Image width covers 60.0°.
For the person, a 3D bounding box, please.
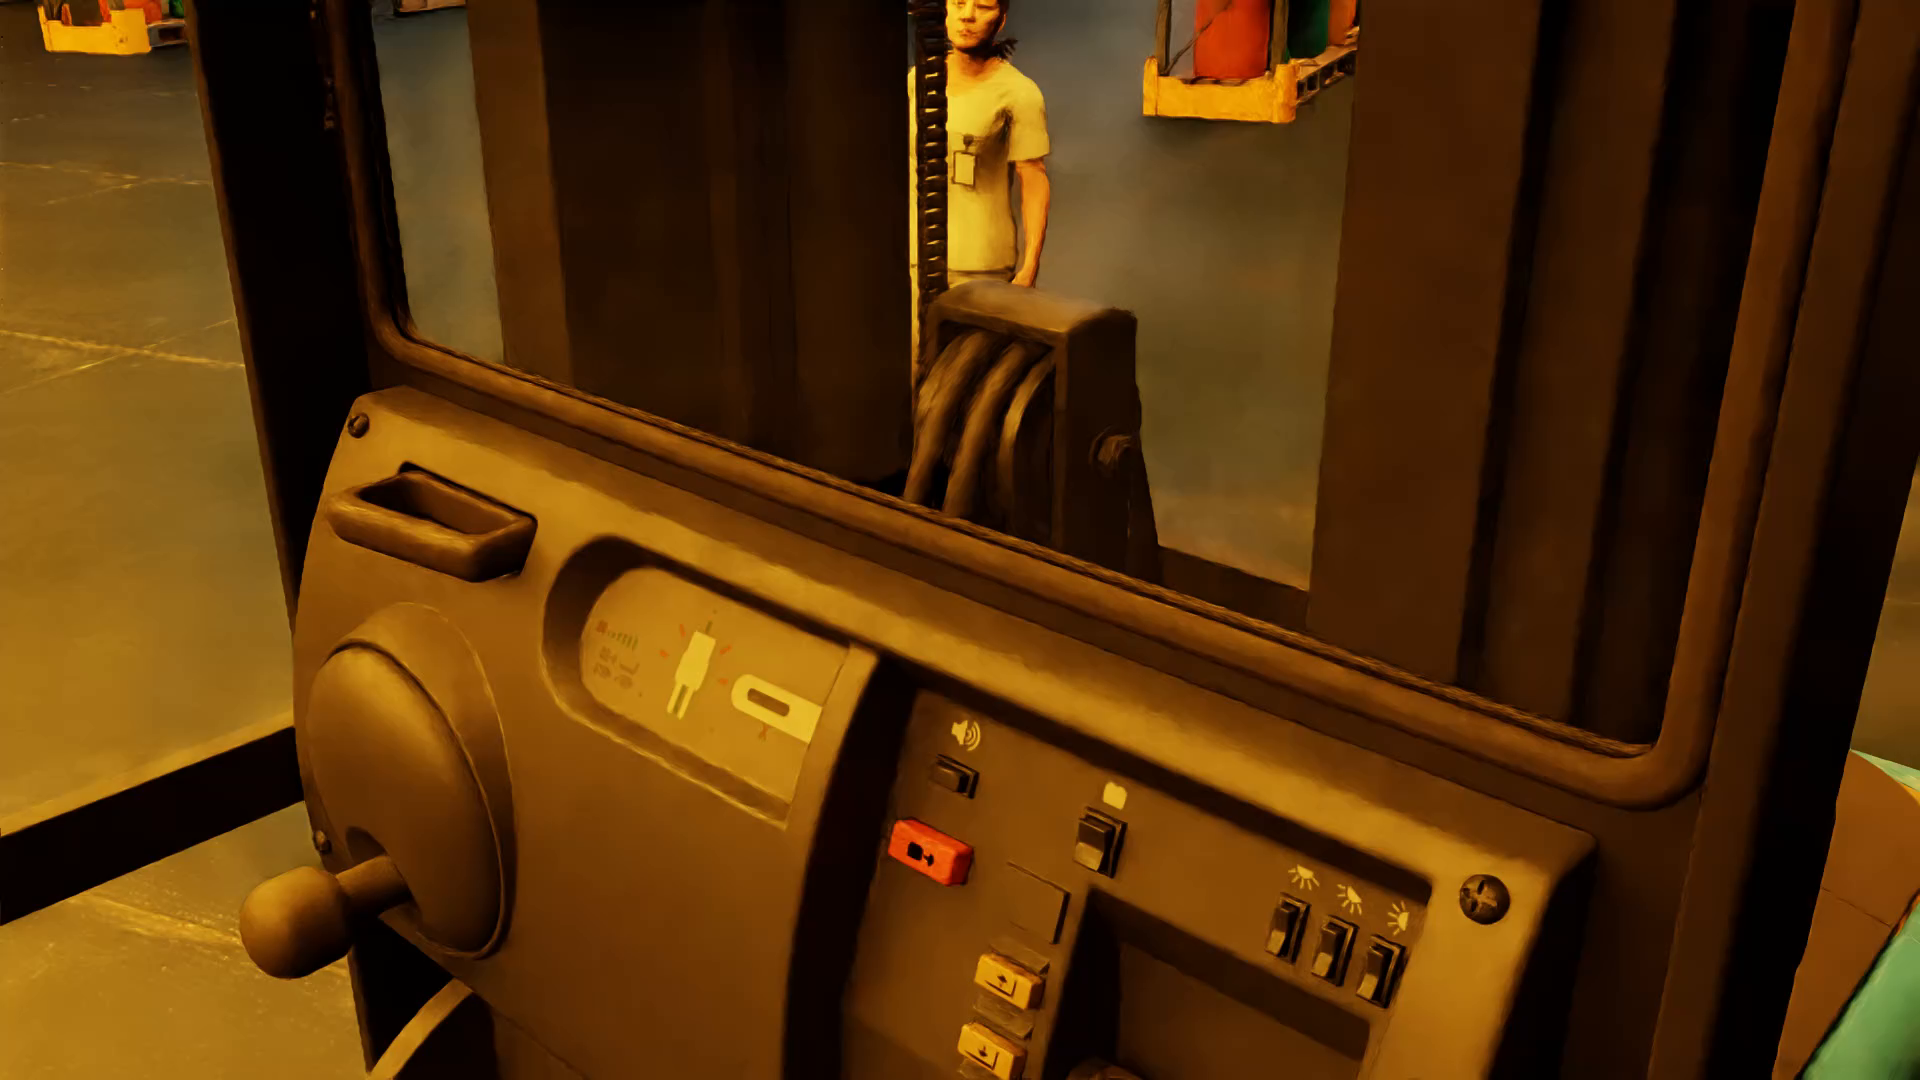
[{"bbox_3d":[-0.043,-0.746,4.705,0.550,1.660,0.532,9,24,21],"label":"person"}]
